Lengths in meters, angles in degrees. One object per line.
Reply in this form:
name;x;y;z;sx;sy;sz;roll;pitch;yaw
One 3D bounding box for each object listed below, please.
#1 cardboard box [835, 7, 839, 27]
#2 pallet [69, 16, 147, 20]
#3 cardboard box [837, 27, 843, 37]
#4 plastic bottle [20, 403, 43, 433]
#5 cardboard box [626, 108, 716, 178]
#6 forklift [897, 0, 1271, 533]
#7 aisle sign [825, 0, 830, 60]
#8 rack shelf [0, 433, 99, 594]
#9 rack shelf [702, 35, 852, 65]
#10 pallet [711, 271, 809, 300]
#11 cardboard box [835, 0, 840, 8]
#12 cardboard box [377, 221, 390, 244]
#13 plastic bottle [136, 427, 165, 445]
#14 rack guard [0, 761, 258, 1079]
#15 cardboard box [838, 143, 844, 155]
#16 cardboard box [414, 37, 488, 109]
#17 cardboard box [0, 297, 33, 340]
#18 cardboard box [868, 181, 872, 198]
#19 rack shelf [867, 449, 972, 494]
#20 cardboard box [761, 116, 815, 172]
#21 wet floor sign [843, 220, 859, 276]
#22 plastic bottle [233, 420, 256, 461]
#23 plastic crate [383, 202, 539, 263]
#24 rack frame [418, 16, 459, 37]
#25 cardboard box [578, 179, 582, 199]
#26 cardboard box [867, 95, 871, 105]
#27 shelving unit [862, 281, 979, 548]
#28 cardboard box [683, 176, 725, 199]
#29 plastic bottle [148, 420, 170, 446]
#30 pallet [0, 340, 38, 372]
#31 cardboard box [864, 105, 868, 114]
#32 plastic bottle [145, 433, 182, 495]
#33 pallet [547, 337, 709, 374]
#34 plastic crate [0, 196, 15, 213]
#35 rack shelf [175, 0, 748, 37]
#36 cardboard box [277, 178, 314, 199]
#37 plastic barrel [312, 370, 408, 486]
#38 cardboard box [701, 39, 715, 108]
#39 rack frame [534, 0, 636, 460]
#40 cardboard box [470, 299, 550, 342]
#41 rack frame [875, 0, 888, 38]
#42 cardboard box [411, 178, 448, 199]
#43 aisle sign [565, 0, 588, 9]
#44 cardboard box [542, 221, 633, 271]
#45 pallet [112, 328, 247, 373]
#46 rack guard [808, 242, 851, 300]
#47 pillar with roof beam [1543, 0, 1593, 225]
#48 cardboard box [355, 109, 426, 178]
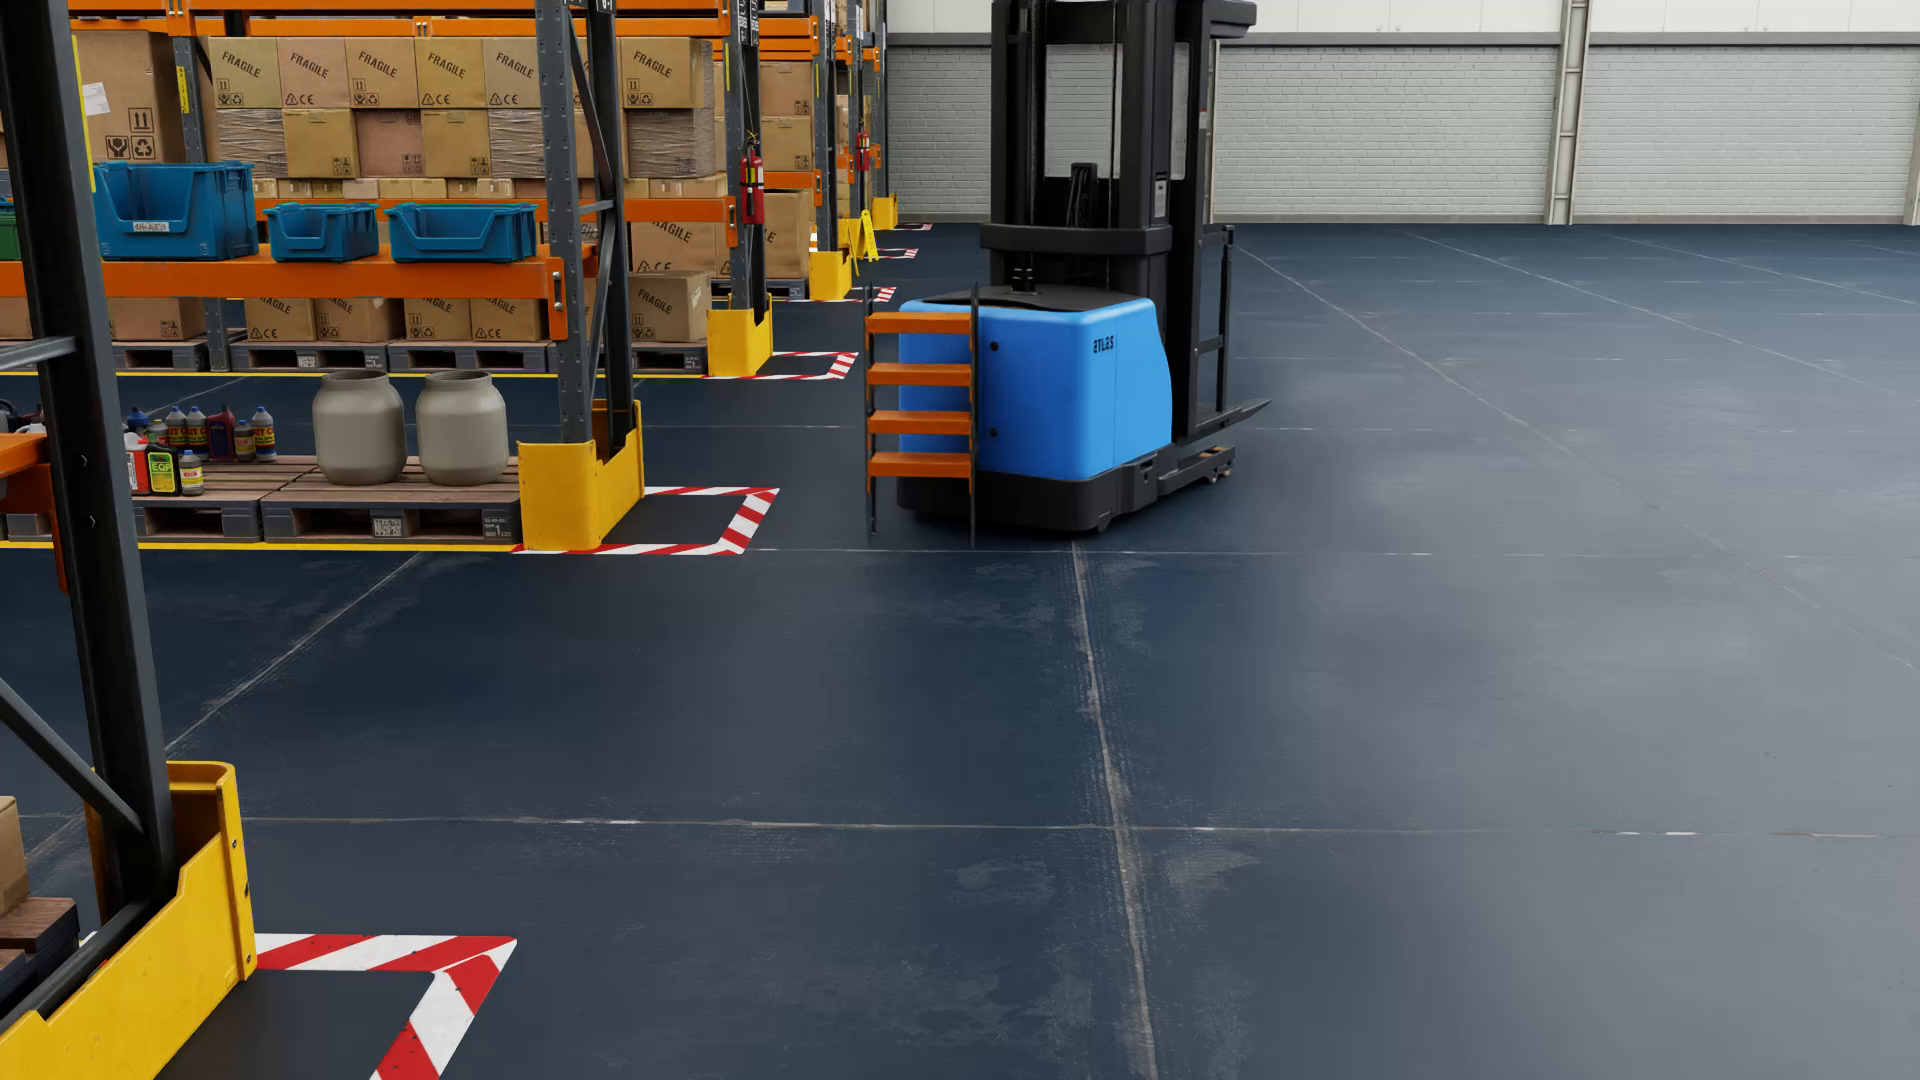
cardboard box;-1.877;-6.944;22.111;0.500;0.250;0.500;0;15;0
pallet;-8.759;-5.509;17.330;1.003;0.211;1.213;1;15;4
cardboard box;-1.704;-6.765;22.214;0.250;0.149;0.380;0;15;1
plastic bottle;-4.752;-0.564;8.560;0.133;0.283;0.061;1;15;5
cardboard box;-2.183;-3.027;12.653;0.500;0.500;0.875;0;15;1
forklift;0.866;-1.777;8.831;1.130;2.935;3.031;8;17;29
aisle sign;-1.343;-5.268;16.832;0.004;0.787;0.394;0;15;1
rack shelf;-3.890;0.037;3.230;4.000;0.370;1.077;0;15;1
rack shelf;-3.380;-6.467;22.001;4.000;0.370;1.077;0;15;1
pallet;-2.208;-2.725;17.755;1.213;0.211;1.003;0;15;1
cardboard box;-1.731;-7.120;21.996;0.250;0.149;0.380;0;15;1
cardboard box;-6.028;-3.211;17.716;0.750;0.750;1.050;0;15;1
plastic bottle;-3.857;-0.396;7.924;0.133;0.283;0.061;0;15;1
rack guard;-1.867;0.911;3.407;0.348;0.500;1.175;0;15;1
cardboard box;-1.715;-5.285;22.483;0.250;0.149;0.380;0;15;2
cardboard box;-3.690;-3.451;12.302;0.500;0.500;0.500;0;15;1
cardboard box;-7.282;-1.875;13.105;0.500;0.500;0.700;-1;15;-3
cardboard box;-1.723;-5.788;27.487;0.500;0.250;0.500;1;15;2
rack shelf;-0.175;-0.320;7.743;0.480;0.148;0.258;1;15;5
cardboard box;-1.779;-4.152;17.402;0.550;0.550;0.875;0;15;1
wet floor sign;-1.327;-3.455;19.669;0.232;0.644;0.267;-2;15;-8
plastic bottle;-3.669;-0.513;8.526;0.097;0.201;0.097;0;15;0
plastic crate;-2.269;-1.416;7.618;0.616;0.251;0.499;0;15;1
rack frame;-5.405;-4.114;17.554;0.127;3.000;1.000;0;15;1
cardboard box;-2.924;-2.660;12.534;0.250;0.149;0.380;0;15;1
cardboard box;-1.588;-7.180;27.122;0.250;0.149;0.380;0;15;0
shelving unit;-0.175;-0.577;7.675;0.503;1.200;0.258;1;15;5
cardboard box;-1.924;-2.652;12.503;0.250;0.149;0.380;0;15;1
plastic bottle;-4.107;-0.515;8.536;0.097;0.201;0.097;0;15;0
pallet;-7.634;-1.514;13.164;1.213;0.211;1.003;0;15;1
cardboard box;-1.612;-6.910;26.683;0.250;0.149;0.380;1;15;2
plastic bottle;-3.725;-0.356;7.774;0.133;0.283;0.061;1;15;3
pallet;-2.521;-1.491;13.076;1.213;0.211;1.003;0;15;1
plastic crate;-4.646;-1.577;8.229;0.616;0.251;0.499;0;15;1
rack shelf;-3.634;-3.940;12.422;4.000;0.370;1.077;0;15;1
cardboard box;-4.925;-2.651;12.500;0.250;0.149;0.380;0;15;1
plastic barrel;-2.922;-0.549;8.095;0.421;0.512;0.421;0;15;0
cardboard box;-2.177;-3.573;12.763;0.500;0.500;0.500;0;15;1
rack frame;-1.761;-1.561;7.876;0.127;3.000;1.000;0;15;1
cardboard box;-3.482;-1.831;12.976;0.500;0.500;0.500;2;15;7
rack frame;-1.258;-9.518;26.275;0.127;3.000;1.000;0;15;1
cardboard box;-3.926;-2.644;12.474;0.250;0.149;0.380;0;15;1
aisle sign;-1.696;-2.742;7.256;0.004;0.787;0.394;0;15;1
cardboard box;-3.877;-3.263;17.670;0.875;0.875;0.875;0;15;2
pallet;-6.411;-1.506;13.136;1.213;0.211;1.003;0;15;1
rack guard;-1.383;-2.879;17.774;0.348;0.500;1.175;0;15;1
pillar with roof beam;9.955;-8.576;22.706;0.400;9.000;9.100;0;15;1
cardboard box;-4.183;-3.034;12.680;0.500;0.500;0.875;0;15;1
